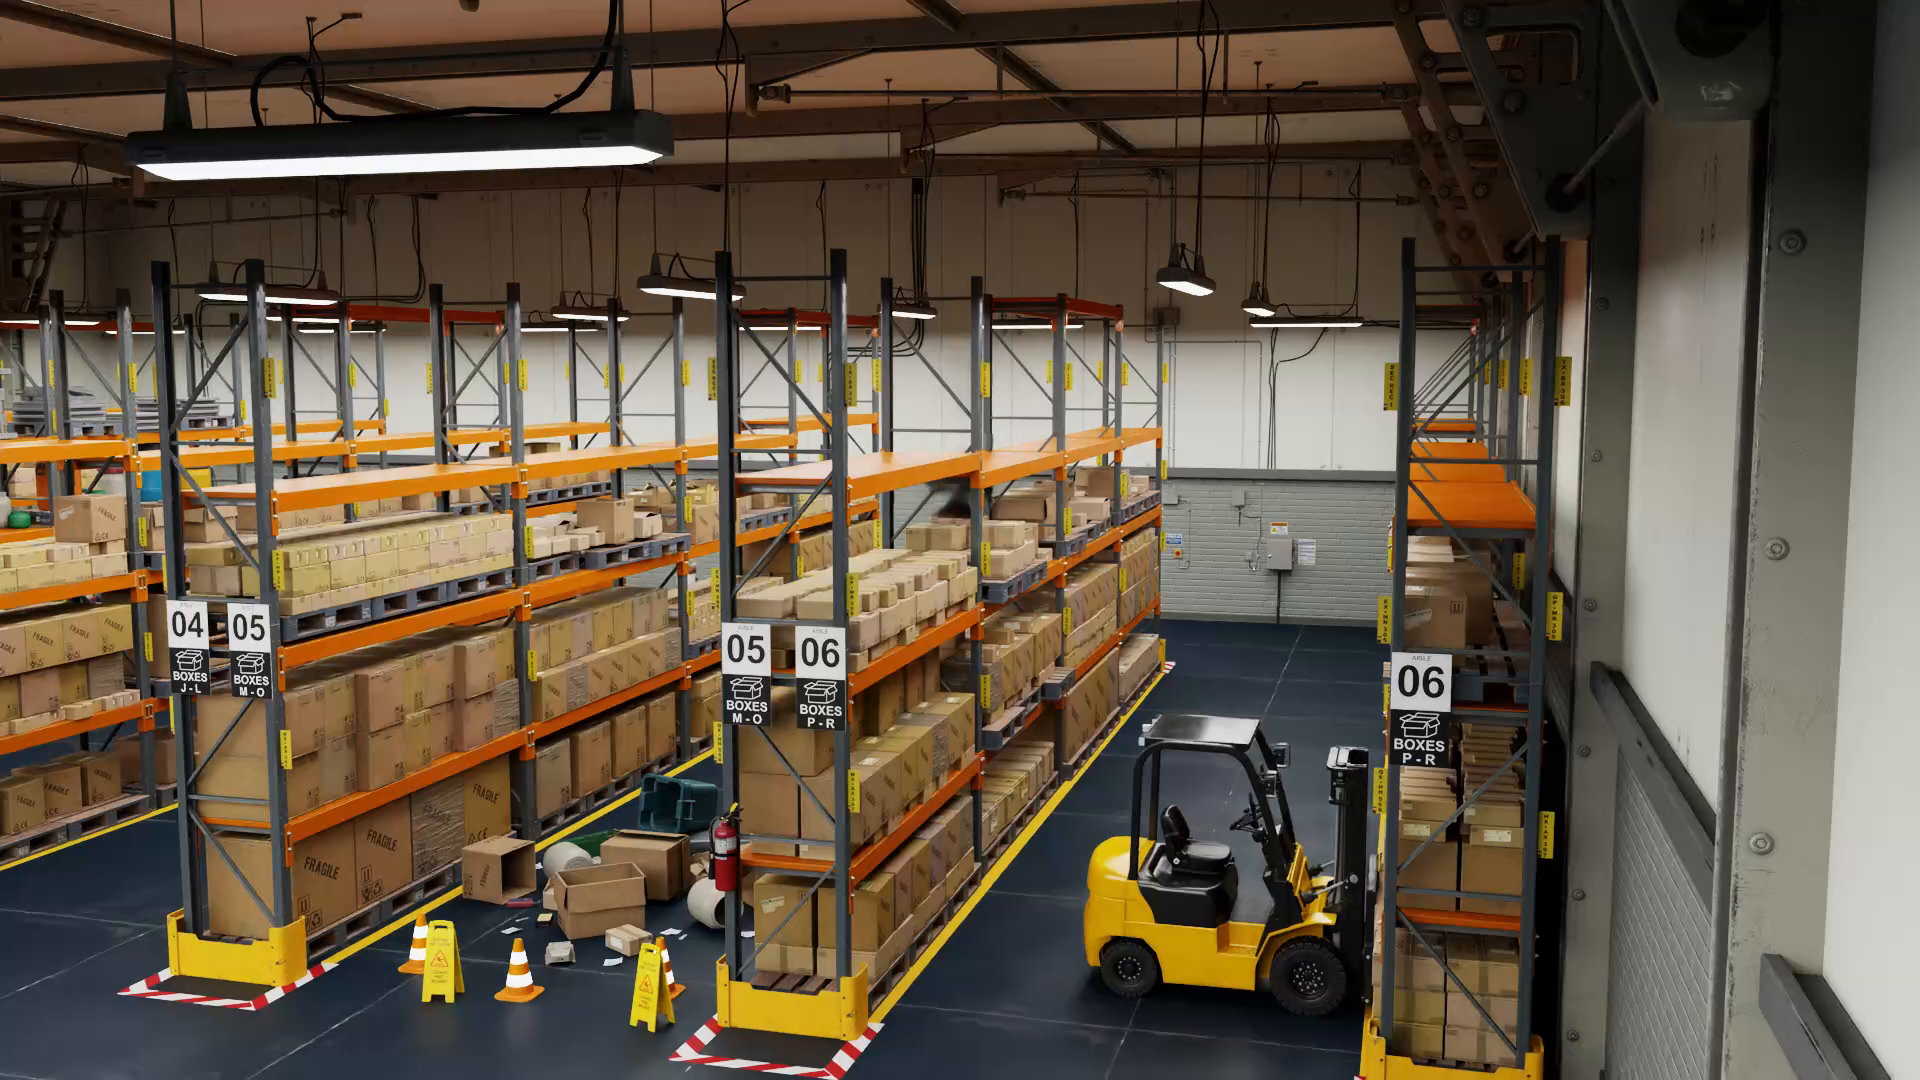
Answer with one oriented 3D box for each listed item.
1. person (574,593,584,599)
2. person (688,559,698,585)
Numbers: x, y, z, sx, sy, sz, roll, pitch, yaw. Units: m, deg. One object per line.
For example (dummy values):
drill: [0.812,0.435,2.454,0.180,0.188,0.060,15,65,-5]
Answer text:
person: [-6.016,1.610,26.337,0.539,1.551,0.622,1,6,12]
person: [-4.986,1.116,30.986,0.779,1.537,0.660,5,8,42]
